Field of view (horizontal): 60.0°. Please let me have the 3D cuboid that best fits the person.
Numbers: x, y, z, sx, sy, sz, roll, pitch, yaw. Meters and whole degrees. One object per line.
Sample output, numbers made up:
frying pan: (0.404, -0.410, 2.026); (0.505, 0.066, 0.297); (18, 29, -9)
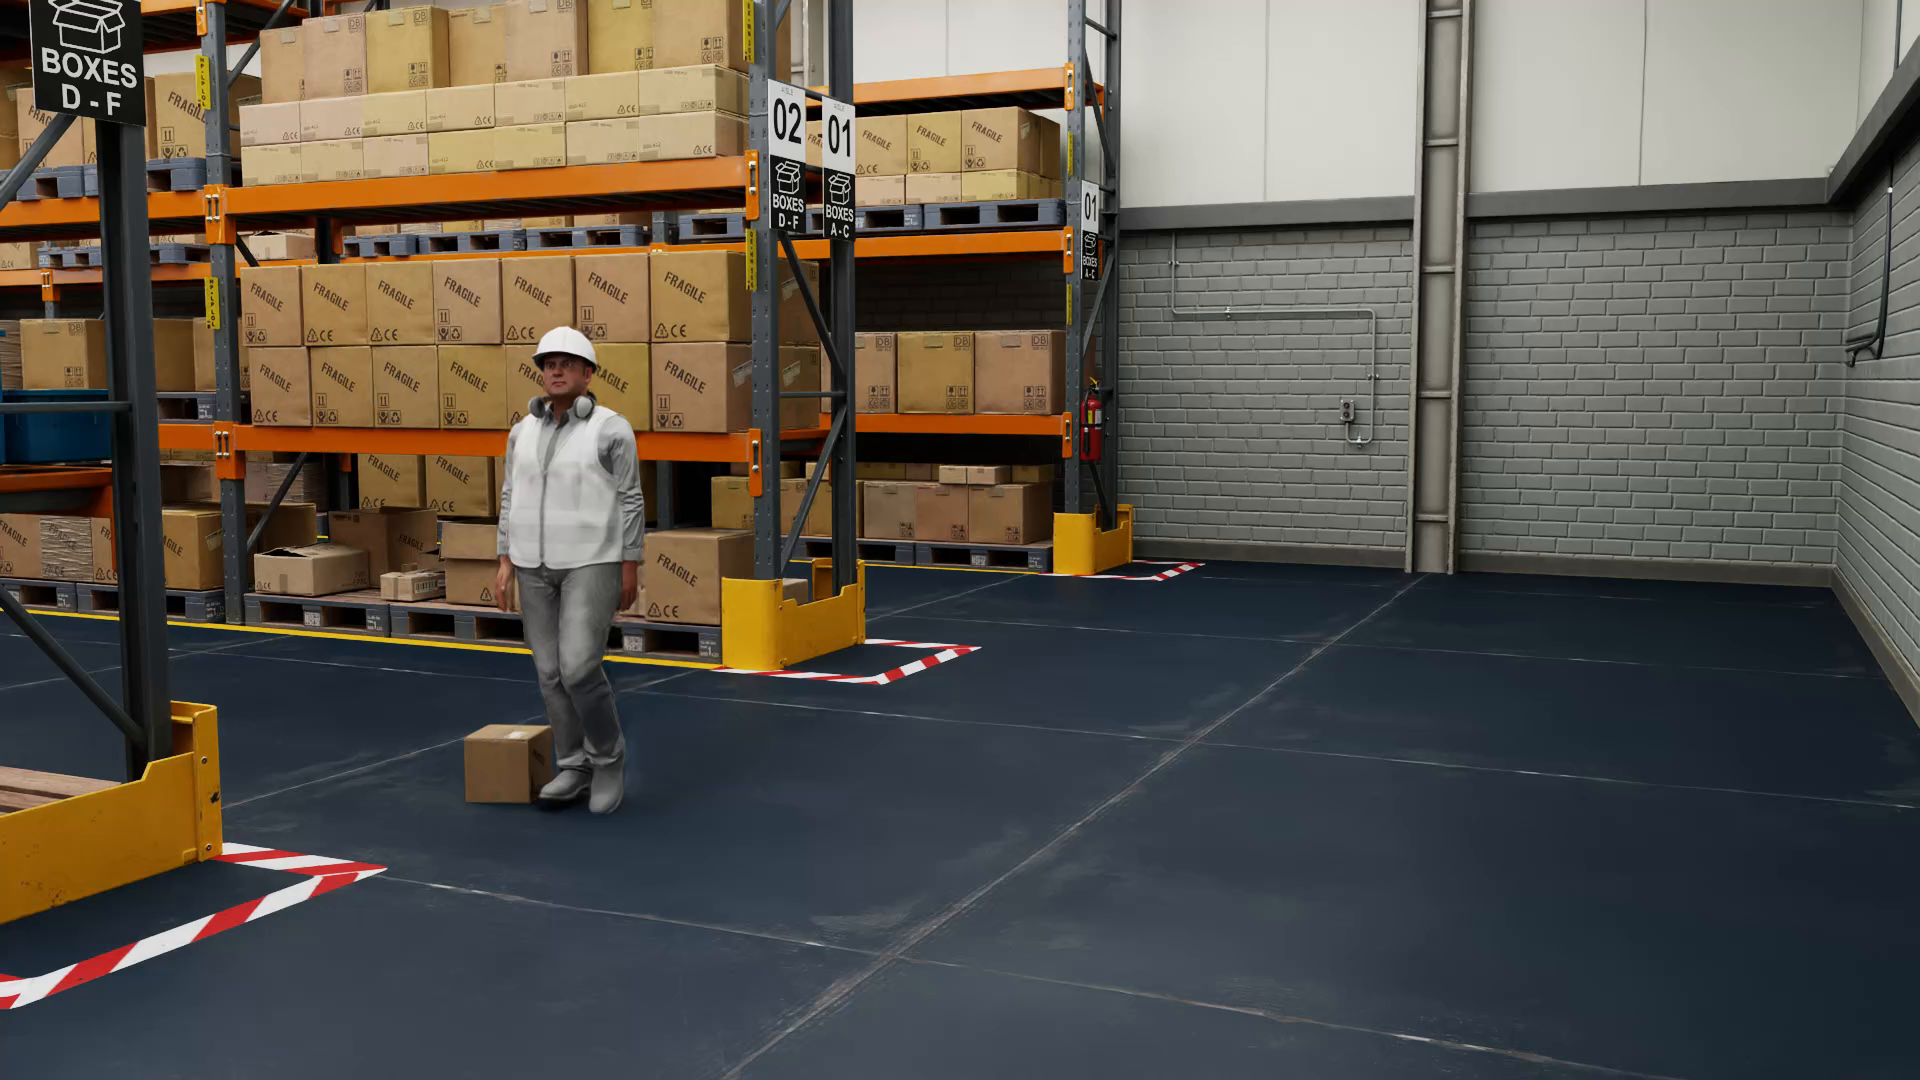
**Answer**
person: (-1.469, 0.120, 6.153); (0.540, 1.812, 0.462); (2, 6, 18)
